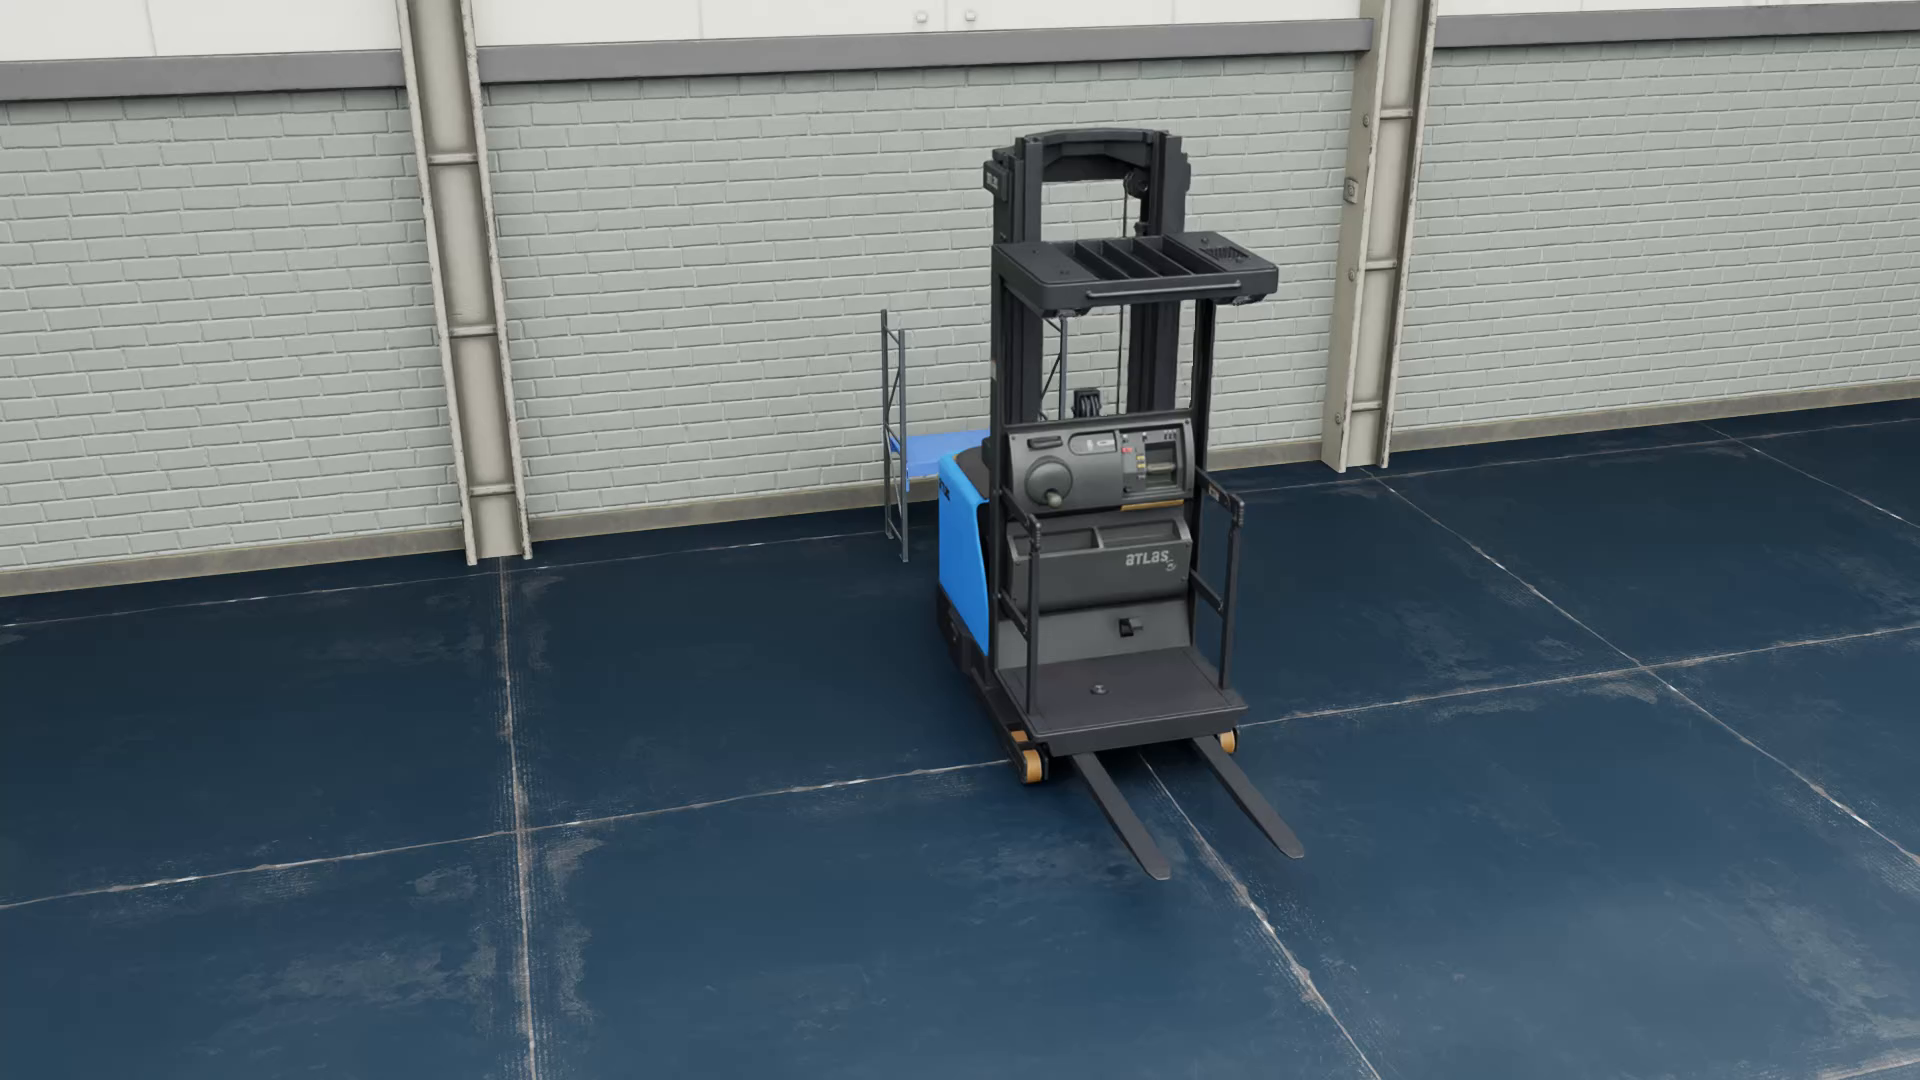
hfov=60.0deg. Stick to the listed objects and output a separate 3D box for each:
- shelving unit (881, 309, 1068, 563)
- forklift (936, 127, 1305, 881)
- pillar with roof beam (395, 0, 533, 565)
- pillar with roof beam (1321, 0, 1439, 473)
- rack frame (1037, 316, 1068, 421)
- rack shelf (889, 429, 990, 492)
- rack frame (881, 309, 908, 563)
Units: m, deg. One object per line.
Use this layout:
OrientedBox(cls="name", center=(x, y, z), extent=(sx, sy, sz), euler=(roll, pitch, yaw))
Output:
OrientedBox(cls="shelving unit", center=(0.082, -0.698, 10.475), extent=(1.048, 1.500, 0.538), euler=(-6, 24, -14))
OrientedBox(cls="forklift", center=(0.745, -0.342, 7.830), extent=(1.130, 2.935, 3.031), euler=(-6, 24, -14))
OrientedBox(cls="pillar with roof beam", center=(-1.762, -2.422, 4.983), extent=(0.400, 9.000, 9.100), euler=(-6, 24, -14))
OrientedBox(cls="pillar with roof beam", center=(4.015, -3.061, 6.472), extent=(0.400, 9.000, 9.100), euler=(-6, 24, -14))
OrientedBox(cls="rack frame", center=(0.572, -0.752, 10.602), extent=(0.032, 1.500, 0.500), euler=(-6, 24, -14))
OrientedBox(cls="rack shelf", center=(0.082, -0.533, 10.546), extent=(1.000, 0.185, 0.538), euler=(-6, 24, -14))
OrientedBox(cls="rack frame", center=(-0.407, -0.644, 10.349), extent=(0.032, 1.500, 0.500), euler=(-6, 24, -14))
